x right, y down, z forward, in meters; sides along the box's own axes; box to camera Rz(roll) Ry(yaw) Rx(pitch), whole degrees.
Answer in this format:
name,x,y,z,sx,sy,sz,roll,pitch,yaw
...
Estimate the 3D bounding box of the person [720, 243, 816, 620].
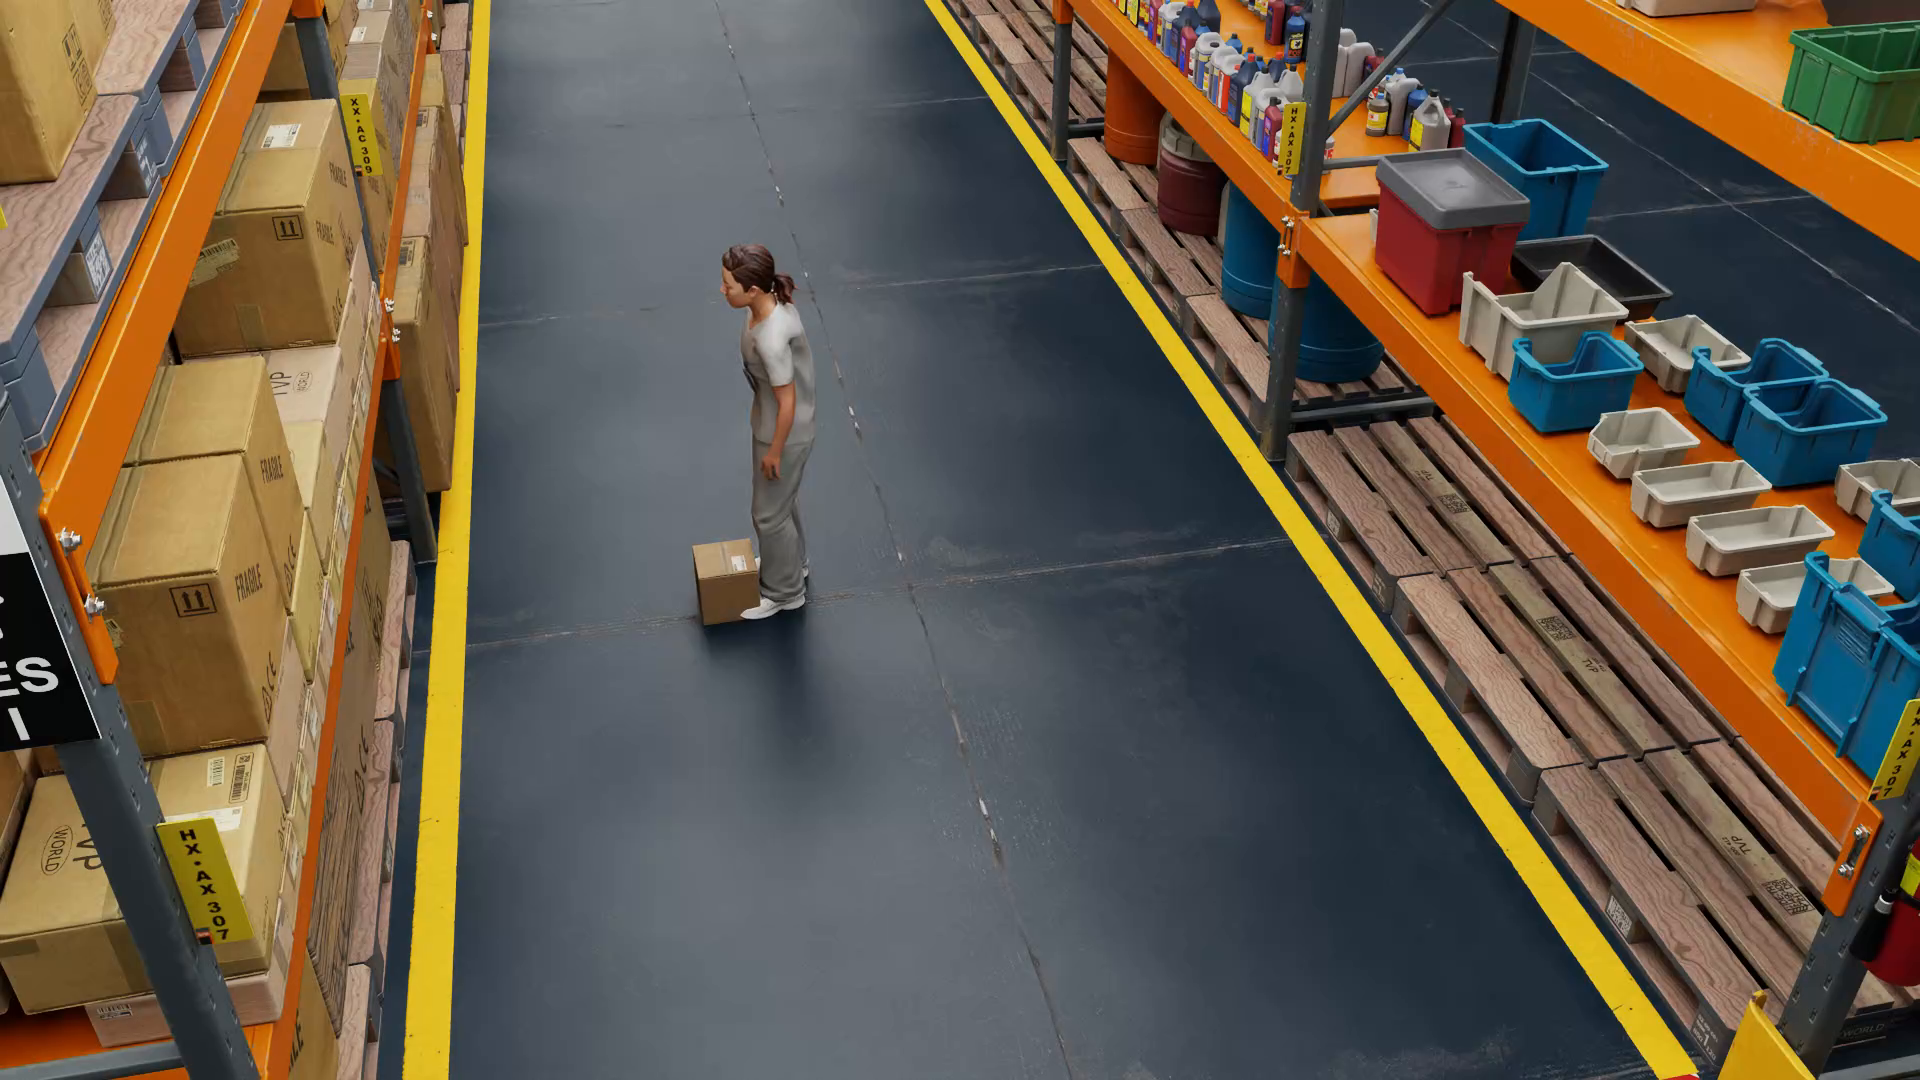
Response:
name,x,y,z,sx,sy,sz,roll,pitch,yaw
person,-0.785,-0.442,6.788,0.407,1.673,0.485,-7,35,-10
